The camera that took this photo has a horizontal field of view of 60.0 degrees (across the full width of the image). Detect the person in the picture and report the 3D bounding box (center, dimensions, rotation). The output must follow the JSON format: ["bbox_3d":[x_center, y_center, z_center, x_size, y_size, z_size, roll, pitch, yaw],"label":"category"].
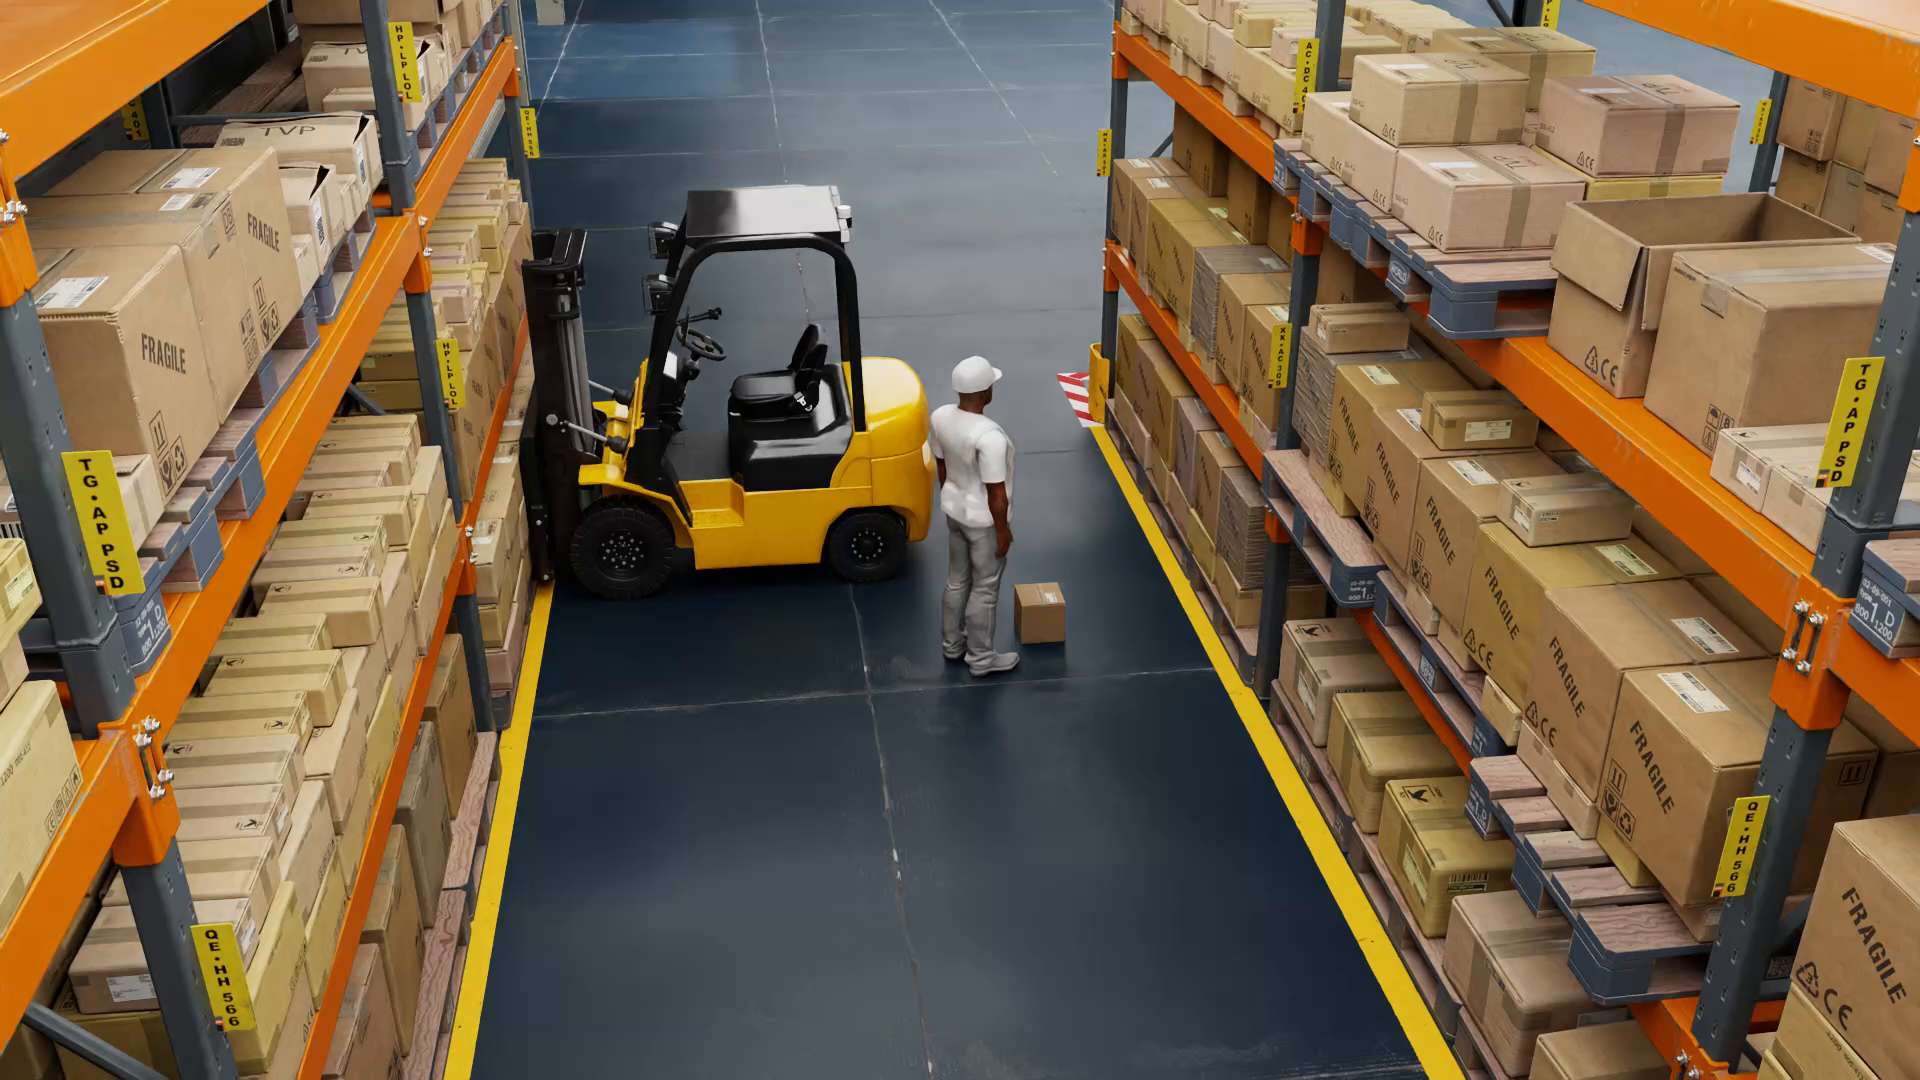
[{"bbox_3d":[0.082,-0.141,8.858,0.340,1.765,0.561,-18,32,-31],"label":"person"}]
